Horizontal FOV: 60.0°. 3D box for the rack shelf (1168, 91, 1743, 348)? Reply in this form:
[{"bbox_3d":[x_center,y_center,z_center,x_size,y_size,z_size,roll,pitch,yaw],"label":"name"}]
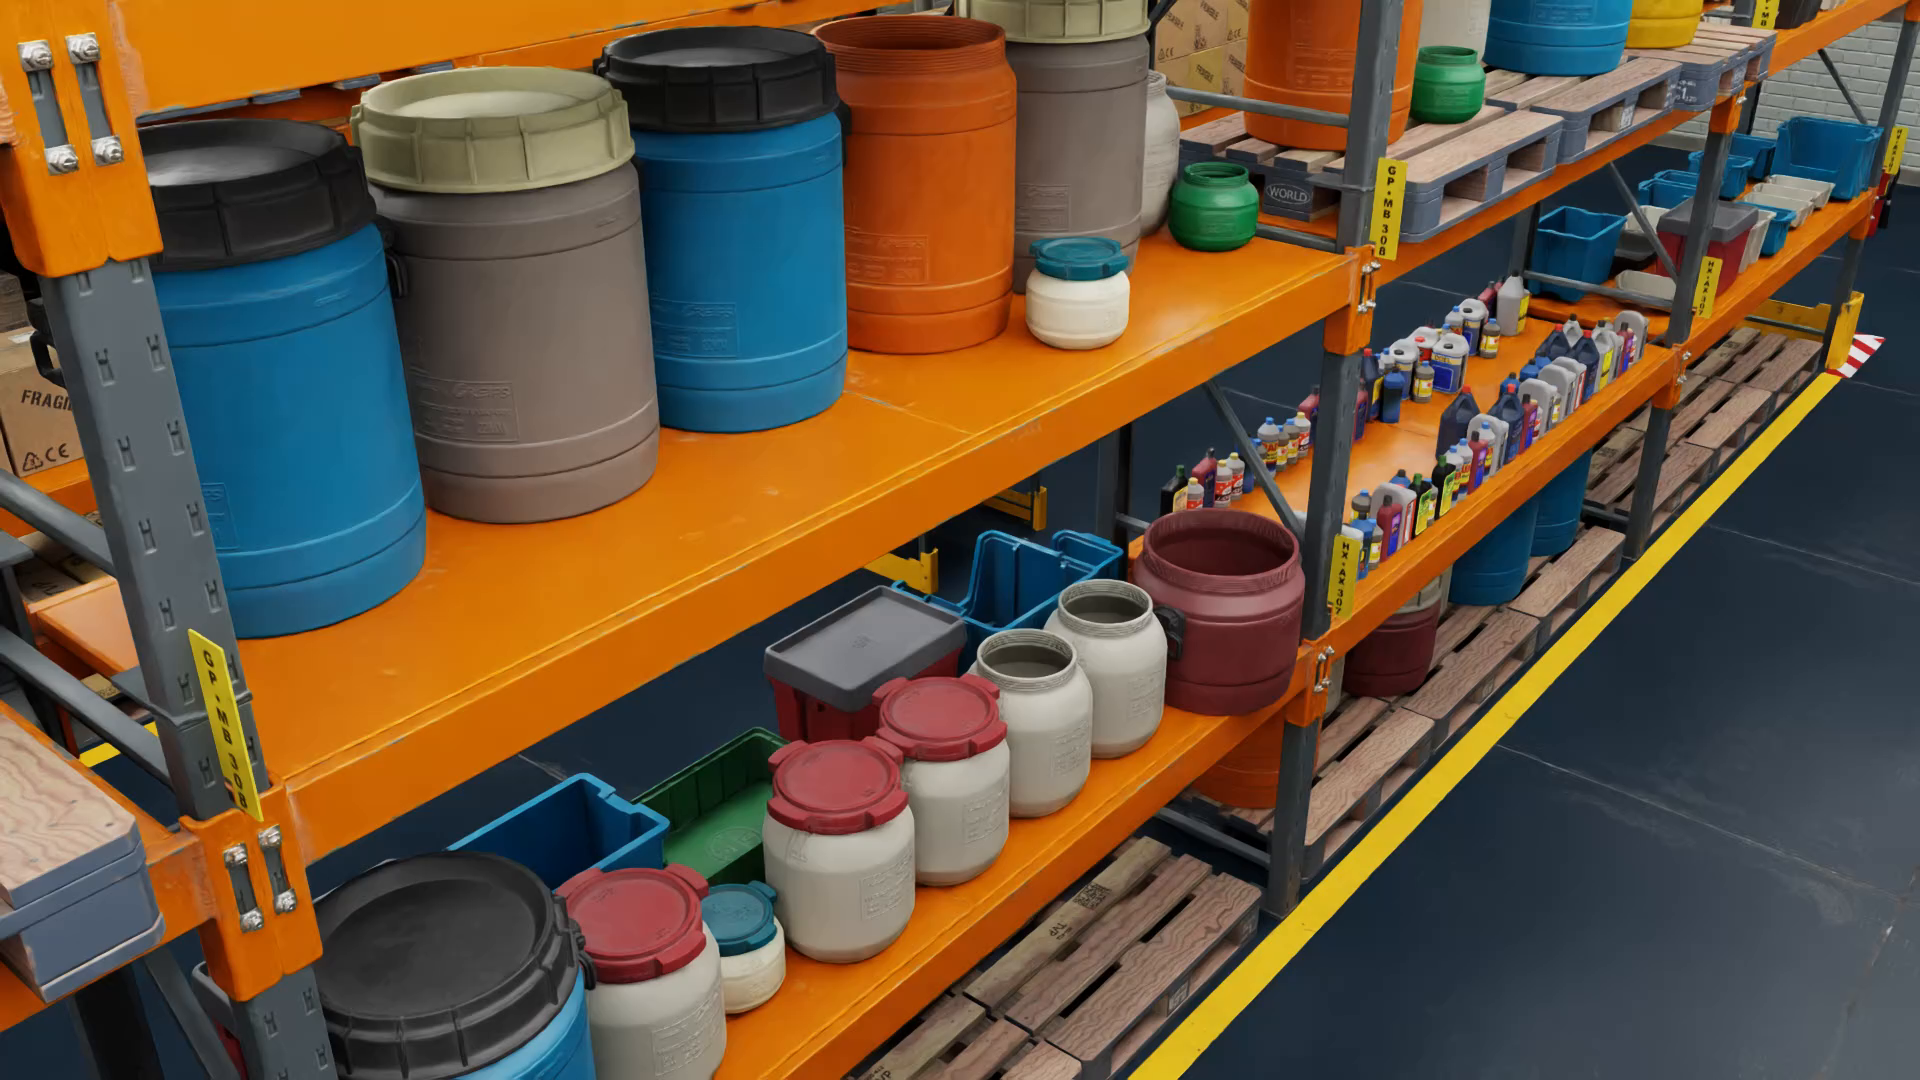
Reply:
[{"bbox_3d":[2.235,-1.671,7.235,1.077,0.370,4.000,21,34,34],"label":"rack shelf"}]

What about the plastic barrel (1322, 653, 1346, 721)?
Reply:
[{"bbox_3d":[1.552,0.564,7.646,0.421,0.512,0.421,0,27,0],"label":"plastic barrel"}]

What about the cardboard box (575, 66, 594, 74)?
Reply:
[{"bbox_3d":[-3.779,-4.584,15.020,0.980,0.700,0.700,21,34,35],"label":"cardboard box"}]

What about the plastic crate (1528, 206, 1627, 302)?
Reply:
[{"bbox_3d":[3.541,-1.653,9.632,0.392,0.384,0.575,21,34,34],"label":"plastic crate"}]

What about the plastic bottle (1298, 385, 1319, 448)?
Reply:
[{"bbox_3d":[1.618,-0.571,7.716,0.061,0.283,0.133,21,34,34],"label":"plastic bottle"}]

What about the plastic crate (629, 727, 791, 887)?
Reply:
[{"bbox_3d":[-0.691,0.863,5.048,0.450,0.188,0.662,21,34,34],"label":"plastic crate"}]

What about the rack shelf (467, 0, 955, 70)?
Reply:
[{"bbox_3d":[-1.584,-3.120,10.036,1.077,0.370,4.000,21,34,34],"label":"rack shelf"}]

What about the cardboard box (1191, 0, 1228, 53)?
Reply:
[{"bbox_3d":[1.840,-4.306,13.612,0.500,0.500,0.500,22,34,36],"label":"cardboard box"}]

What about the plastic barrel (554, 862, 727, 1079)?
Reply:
[{"bbox_3d":[-0.803,1.133,4.147,0.433,0.535,0.433,0,27,0],"label":"plastic barrel"}]

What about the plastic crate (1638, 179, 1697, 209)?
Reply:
[{"bbox_3d":[4.612,-2.174,10.804,0.416,0.233,0.300,21,34,34],"label":"plastic crate"}]

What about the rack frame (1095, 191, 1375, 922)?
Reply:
[{"bbox_3d":[0.963,0.050,6.388,1.000,3.000,0.127,21,34,34],"label":"rack frame"}]

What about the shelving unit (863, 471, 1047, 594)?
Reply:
[{"bbox_3d":[-0.048,-0.639,9.353,0.587,1.500,1.083,21,34,34],"label":"shelving unit"}]

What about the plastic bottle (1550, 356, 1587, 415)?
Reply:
[{"bbox_3d":[2.953,-0.770,8.109,0.152,0.276,0.135,21,34,34],"label":"plastic bottle"}]

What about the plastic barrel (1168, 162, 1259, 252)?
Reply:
[{"bbox_3d":[0.846,-1.110,5.536,0.294,0.245,0.294,0,27,0],"label":"plastic barrel"}]

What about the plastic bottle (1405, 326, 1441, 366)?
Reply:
[{"bbox_3d":[2.330,-0.932,8.421,0.152,0.276,0.135,21,34,34],"label":"plastic bottle"}]

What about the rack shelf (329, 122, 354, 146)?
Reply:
[{"bbox_3d":[-5.409,-3.235,13.521,1.077,0.370,4.000,21,34,34],"label":"rack shelf"}]

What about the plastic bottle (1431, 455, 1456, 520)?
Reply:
[{"bbox_3d":[2.049,-0.237,7.070,0.061,0.283,0.133,21,34,34],"label":"plastic bottle"}]

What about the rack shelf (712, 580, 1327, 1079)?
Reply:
[{"bbox_3d":[-0.309,1.079,5.183,1.077,0.370,4.000,21,34,34],"label":"rack shelf"}]

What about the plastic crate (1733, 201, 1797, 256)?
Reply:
[{"bbox_3d":[4.943,-1.935,10.343,0.416,0.233,0.300,21,34,34],"label":"plastic crate"}]

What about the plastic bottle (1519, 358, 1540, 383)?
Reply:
[{"bbox_3d":[2.759,-0.750,8.076,0.097,0.271,0.097,0,27,0],"label":"plastic bottle"}]

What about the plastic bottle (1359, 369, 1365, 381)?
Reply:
[{"bbox_3d":[1.868,-0.666,7.900,0.061,0.283,0.133,21,34,34],"label":"plastic bottle"}]

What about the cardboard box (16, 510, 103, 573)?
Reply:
[{"bbox_3d":[-4.397,0.038,8.337,0.500,0.311,0.500,20,34,34],"label":"cardboard box"}]

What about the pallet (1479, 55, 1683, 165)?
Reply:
[{"bbox_3d":[2.365,-1.907,7.112,1.003,0.211,1.213,21,34,34],"label":"pallet"}]

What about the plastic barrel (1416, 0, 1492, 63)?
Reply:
[{"bbox_3d":[1.975,-2.201,6.871,0.433,0.535,0.433,0,27,0],"label":"plastic barrel"}]

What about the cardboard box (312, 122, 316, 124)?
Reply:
[{"bbox_3d":[-5.326,-3.338,13.190,0.380,0.149,0.250,21,34,35],"label":"cardboard box"}]

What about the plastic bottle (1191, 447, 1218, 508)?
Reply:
[{"bbox_3d":[1.038,-0.248,7.091,0.061,0.283,0.133,21,34,34],"label":"plastic bottle"}]

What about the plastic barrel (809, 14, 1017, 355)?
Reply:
[{"bbox_3d":[-0.143,-1.013,4.712,0.600,0.830,0.708,21,34,34],"label":"plastic barrel"}]

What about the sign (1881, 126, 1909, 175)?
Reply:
[{"bbox_3d":[6.487,-2.703,11.534,0.100,0.325,0.005,21,34,34],"label":"sign"}]

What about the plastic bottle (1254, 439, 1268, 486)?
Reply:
[{"bbox_3d":[1.311,-0.350,7.379,0.097,0.201,0.097,0,27,0],"label":"plastic bottle"}]

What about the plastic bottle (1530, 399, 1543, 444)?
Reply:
[{"bbox_3d":[2.667,-0.558,7.780,0.097,0.201,0.097,0,27,0],"label":"plastic bottle"}]

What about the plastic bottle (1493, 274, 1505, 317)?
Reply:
[{"bbox_3d":[2.945,-1.311,9.146,0.061,0.283,0.133,21,34,34],"label":"plastic bottle"}]

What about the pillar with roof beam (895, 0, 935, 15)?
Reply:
[{"bbox_3d":[2.779,-8.298,15.996,9.100,9.000,0.400,21,34,34],"label":"pillar with roof beam"}]

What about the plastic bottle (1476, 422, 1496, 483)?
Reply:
[{"bbox_3d":[2.317,-0.394,7.387,0.097,0.271,0.097,0,27,0],"label":"plastic bottle"}]

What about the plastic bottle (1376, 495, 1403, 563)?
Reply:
[{"bbox_3d":[1.732,-0.060,6.728,0.061,0.283,0.133,21,34,34],"label":"plastic bottle"}]

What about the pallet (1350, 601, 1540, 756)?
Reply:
[{"bbox_3d":[2.209,0.567,8.425,1.003,0.211,1.213,21,34,34],"label":"pallet"}]

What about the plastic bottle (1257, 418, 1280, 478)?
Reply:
[{"bbox_3d":[1.373,-0.416,7.430,0.097,0.271,0.097,0,27,0],"label":"plastic bottle"}]

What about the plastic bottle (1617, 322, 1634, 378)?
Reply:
[{"bbox_3d":[3.394,-0.986,8.519,0.061,0.283,0.133,21,34,34],"label":"plastic bottle"}]

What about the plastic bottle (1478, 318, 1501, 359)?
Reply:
[{"bbox_3d":[2.795,-1.067,8.765,0.097,0.201,0.097,0,27,0],"label":"plastic bottle"}]

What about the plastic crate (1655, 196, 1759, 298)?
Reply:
[{"bbox_3d":[4.269,-1.666,9.571,0.402,0.464,0.583,21,34,34],"label":"plastic crate"}]

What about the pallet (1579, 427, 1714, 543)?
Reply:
[{"bbox_3d":[3.945,-0.401,10.296,1.003,0.211,1.213,21,34,34],"label":"pallet"}]

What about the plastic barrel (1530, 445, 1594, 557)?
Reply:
[{"bbox_3d":[3.148,-0.434,9.152,0.600,0.901,0.708,21,34,34],"label":"plastic barrel"}]

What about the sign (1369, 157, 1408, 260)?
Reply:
[{"bbox_3d":[1.392,-1.077,5.417,0.100,0.325,0.005,21,34,34],"label":"sign"}]

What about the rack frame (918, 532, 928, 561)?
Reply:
[{"bbox_3d":[-0.378,-0.456,8.999,0.500,1.500,0.032,21,34,34],"label":"rack frame"}]

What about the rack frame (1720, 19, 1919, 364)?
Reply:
[{"bbox_3d":[6.052,-2.786,11.871,1.000,3.000,0.127,21,34,34],"label":"rack frame"}]

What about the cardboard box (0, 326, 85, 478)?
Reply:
[{"bbox_3d":[-4.246,-0.657,7.646,0.500,0.500,0.500,21,34,34],"label":"cardboard box"}]

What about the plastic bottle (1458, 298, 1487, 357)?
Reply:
[{"bbox_3d":[2.686,-1.130,8.805,0.152,0.276,0.135,21,34,34],"label":"plastic bottle"}]

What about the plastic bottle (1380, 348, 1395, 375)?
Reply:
[{"bbox_3d":[2.088,-0.814,8.199,0.097,0.271,0.097,0,27,0],"label":"plastic bottle"}]

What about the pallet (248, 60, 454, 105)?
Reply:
[{"bbox_3d":[-3.219,-2.380,8.027,1.213,0.211,1.003,23,35,37],"label":"pallet"}]

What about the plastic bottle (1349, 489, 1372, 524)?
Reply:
[{"bbox_3d":[1.674,-0.114,6.922,0.097,0.201,0.097,0,27,0],"label":"plastic bottle"}]

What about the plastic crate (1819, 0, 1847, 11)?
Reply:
[{"bbox_3d":[4.929,-3.196,9.686,0.437,0.136,0.530,21,34,34],"label":"plastic crate"}]

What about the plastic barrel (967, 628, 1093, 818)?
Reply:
[{"bbox_3d":[0.206,0.577,5.248,0.421,0.512,0.421,0,27,0],"label":"plastic barrel"}]
